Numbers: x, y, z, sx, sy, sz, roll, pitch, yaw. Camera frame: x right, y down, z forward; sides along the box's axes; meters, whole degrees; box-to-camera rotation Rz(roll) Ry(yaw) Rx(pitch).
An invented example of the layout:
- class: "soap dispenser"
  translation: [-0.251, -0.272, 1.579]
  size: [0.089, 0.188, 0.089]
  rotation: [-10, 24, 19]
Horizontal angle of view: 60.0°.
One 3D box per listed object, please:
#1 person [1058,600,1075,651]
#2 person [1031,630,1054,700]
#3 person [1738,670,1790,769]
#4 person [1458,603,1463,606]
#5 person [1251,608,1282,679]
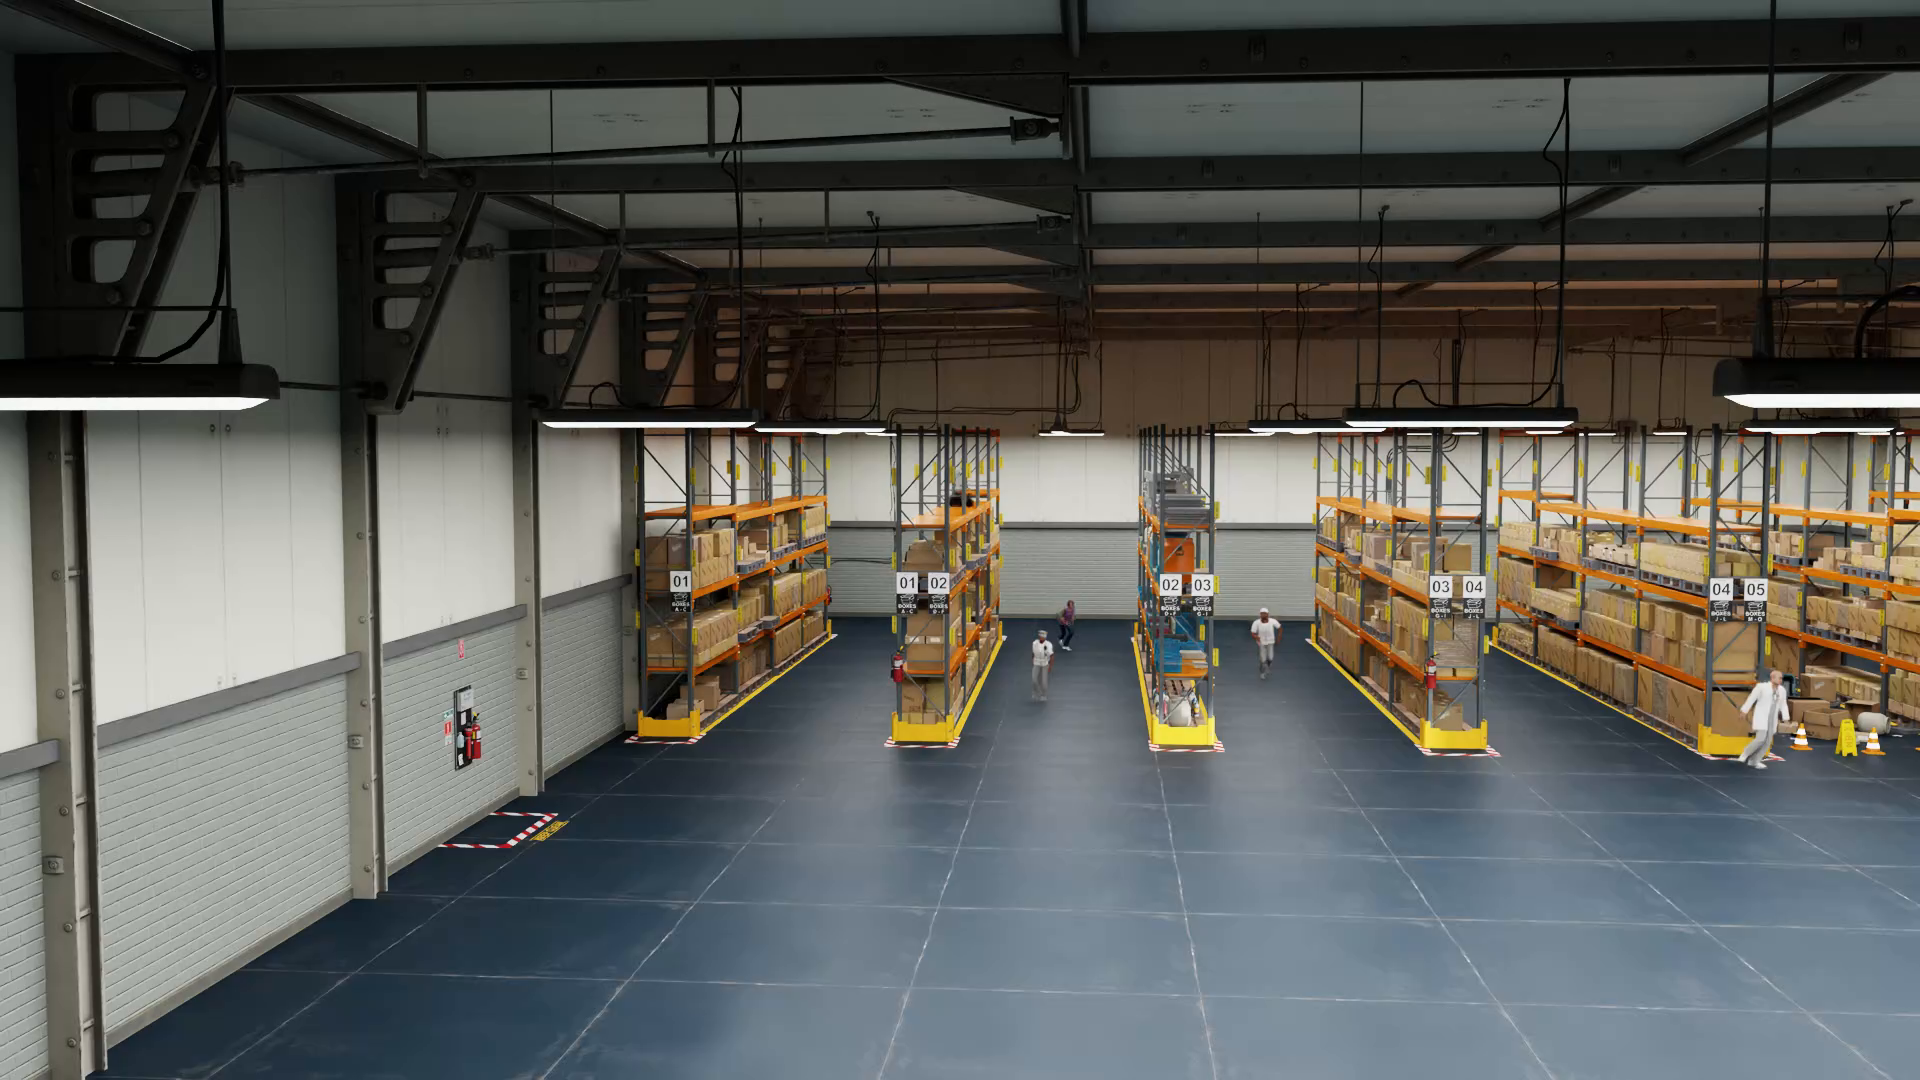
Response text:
- class: "person"
  translation: [2.847, 2.297, 45.245]
  size: [0.535, 1.393, 1.043]
  rotation: [-1, 4, -22]
- class: "person"
  translation: [1.787, 2.724, 36.069]
  size: [0.545, 1.568, 0.665]
  rotation: [1, 4, 11]
- class: "person"
  translation: [13.934, 3.105, 28.843]
  size: [0.736, 1.737, 0.610]
  rotation: [-1, 4, -14]
- class: "person"
  translation: [14.308, 2.049, 47.055]
  size: [0.579, 1.699, 0.693]
  rotation: [2, 4, 31]
- class: "person"
  translation: [7.262, 2.463, 39.412]
  size: [0.731, 1.712, 0.665]
  rotation: [1, 4, 9]
